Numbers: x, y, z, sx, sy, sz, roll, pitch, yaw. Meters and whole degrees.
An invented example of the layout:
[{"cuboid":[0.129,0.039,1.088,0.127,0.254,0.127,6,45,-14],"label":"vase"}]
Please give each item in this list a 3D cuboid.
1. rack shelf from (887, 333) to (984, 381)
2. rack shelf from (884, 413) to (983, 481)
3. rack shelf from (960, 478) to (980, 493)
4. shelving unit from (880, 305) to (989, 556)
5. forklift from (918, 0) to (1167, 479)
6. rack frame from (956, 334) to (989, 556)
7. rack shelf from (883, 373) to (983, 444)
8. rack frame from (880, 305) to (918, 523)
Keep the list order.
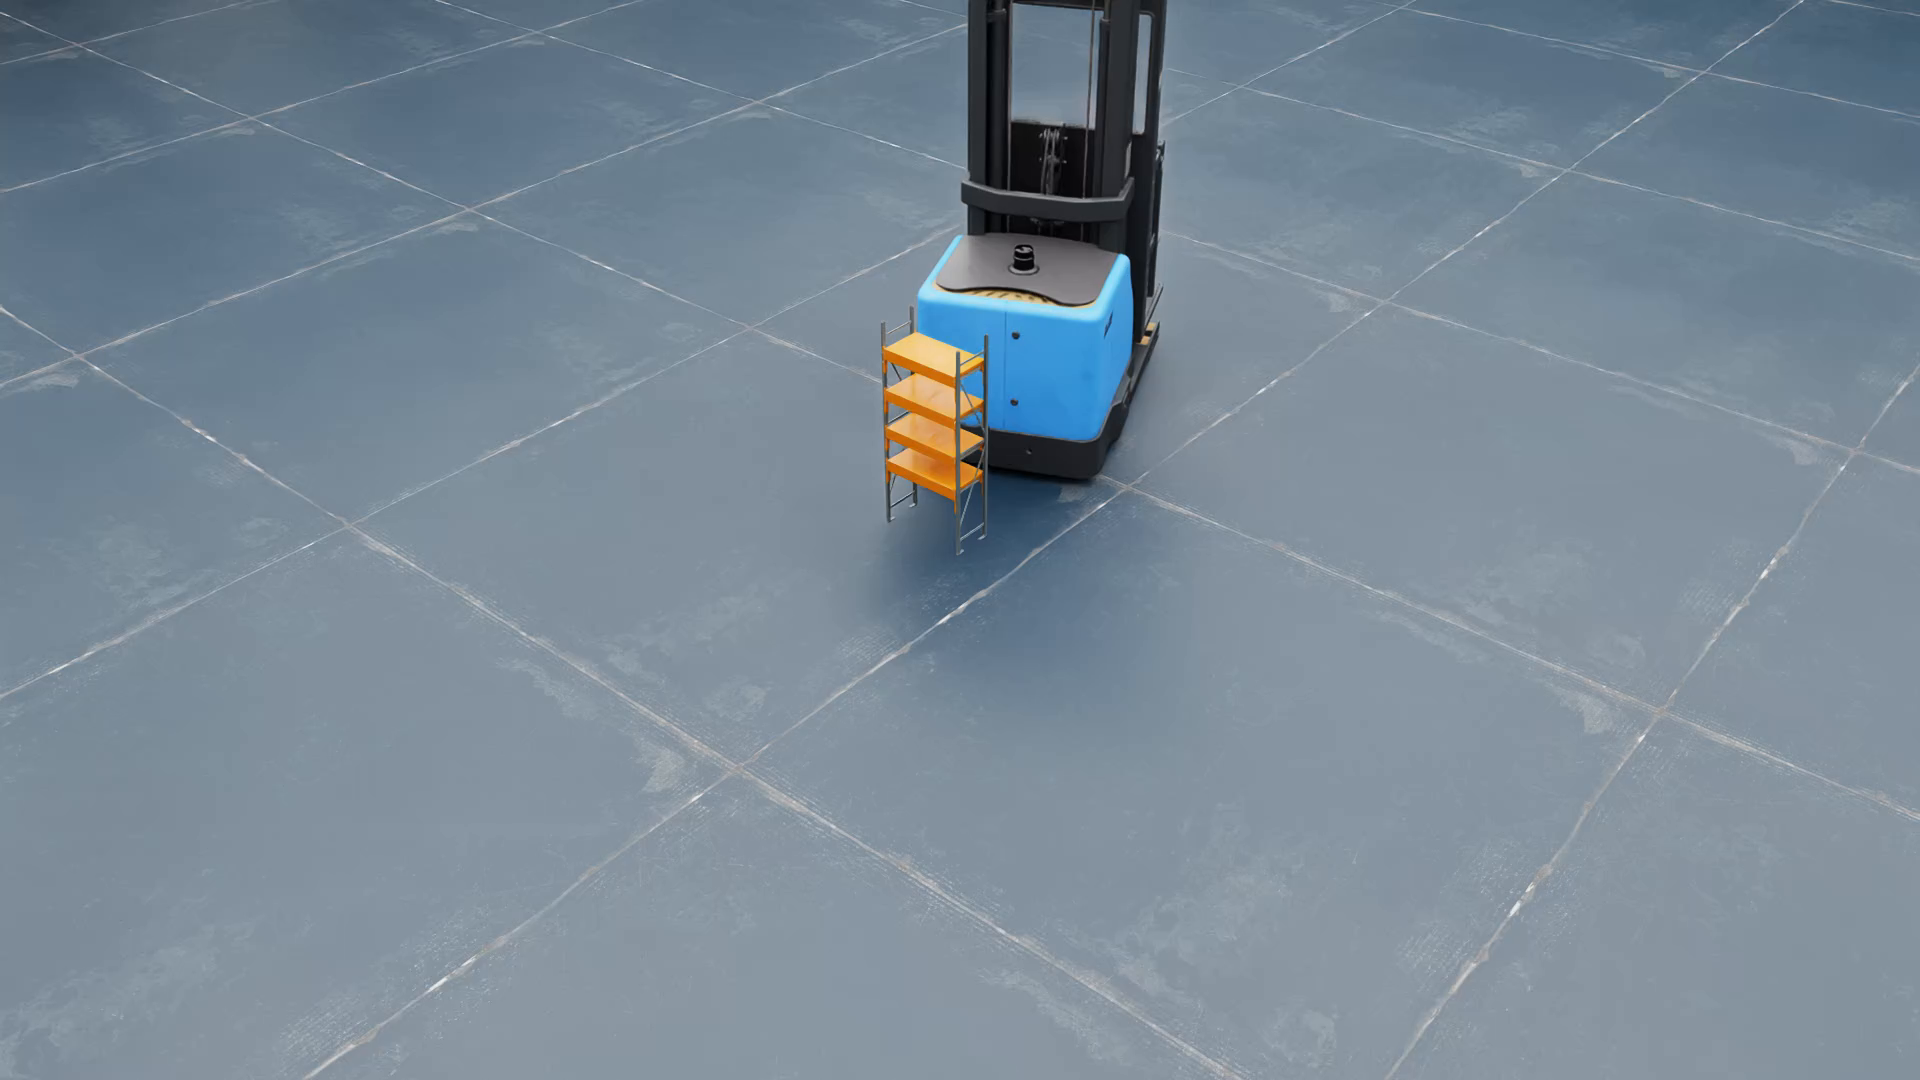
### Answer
[{"cuboid":[-0.127,-0.911,8.335,0.457,0.050,0.221,25,42,32],"label":"rack shelf"},{"cuboid":[-0.127,-0.499,8.618,0.480,0.148,0.258,25,42,32],"label":"rack shelf"},{"cuboid":[-0.127,-0.359,8.714,0.442,0.029,0.199,25,42,32],"label":"rack shelf"},{"cuboid":[-0.127,-0.555,8.580,0.503,1.200,0.258,25,42,32],"label":"shelving unit"},{"cuboid":[0.647,-2.377,9.705,1.130,2.935,3.031,9,36,13],"label":"forklift"},{"cuboid":[0.060,-0.466,8.451,0.015,1.200,0.240,25,42,32],"label":"rack frame"},{"cuboid":[-0.127,-0.683,8.491,0.480,0.148,0.258,25,42,32],"label":"rack shelf"},{"cuboid":[-0.315,-0.643,8.709,0.015,1.200,0.240,25,42,32],"label":"rack frame"}]
